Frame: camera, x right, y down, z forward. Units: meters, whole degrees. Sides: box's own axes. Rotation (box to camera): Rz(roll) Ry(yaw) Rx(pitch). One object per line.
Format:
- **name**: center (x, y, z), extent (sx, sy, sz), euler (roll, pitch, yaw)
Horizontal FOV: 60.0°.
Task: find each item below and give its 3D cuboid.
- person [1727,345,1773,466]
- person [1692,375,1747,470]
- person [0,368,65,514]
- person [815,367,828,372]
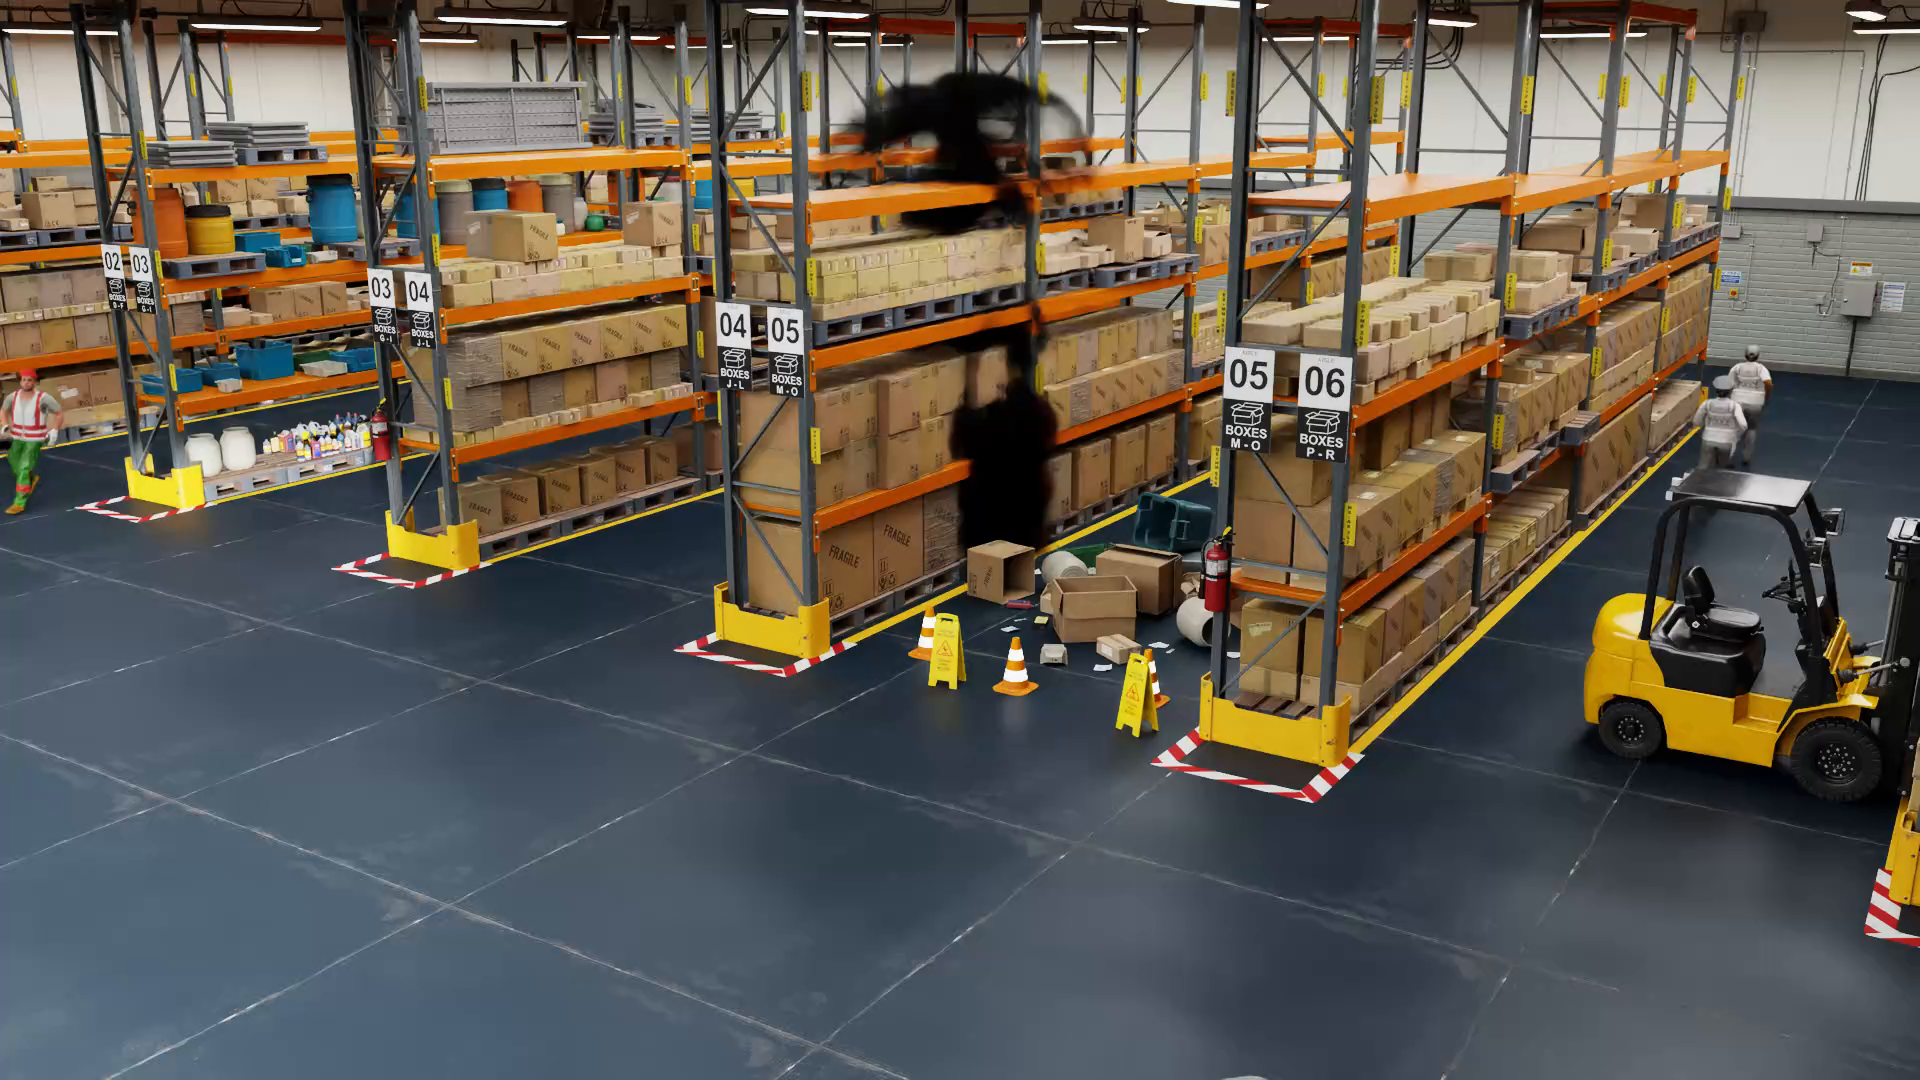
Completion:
- **person**: center (10.681, -1.821, 22.598), extent (0.601, 1.667, 0.933), euler (8, 17, 27)
- **person**: center (9.277, -1.189, 20.372), extent (0.626, 1.665, 0.809), euler (8, 17, 26)
- **person**: center (-11.415, -1.242, 20.441), extent (0.718, 1.735, 0.865), euler (-1, 16, -5)
- **person**: center (-1.667, -1.357, 20.084), extent (0.538, 1.616, 0.625), euler (6, 17, 20)
